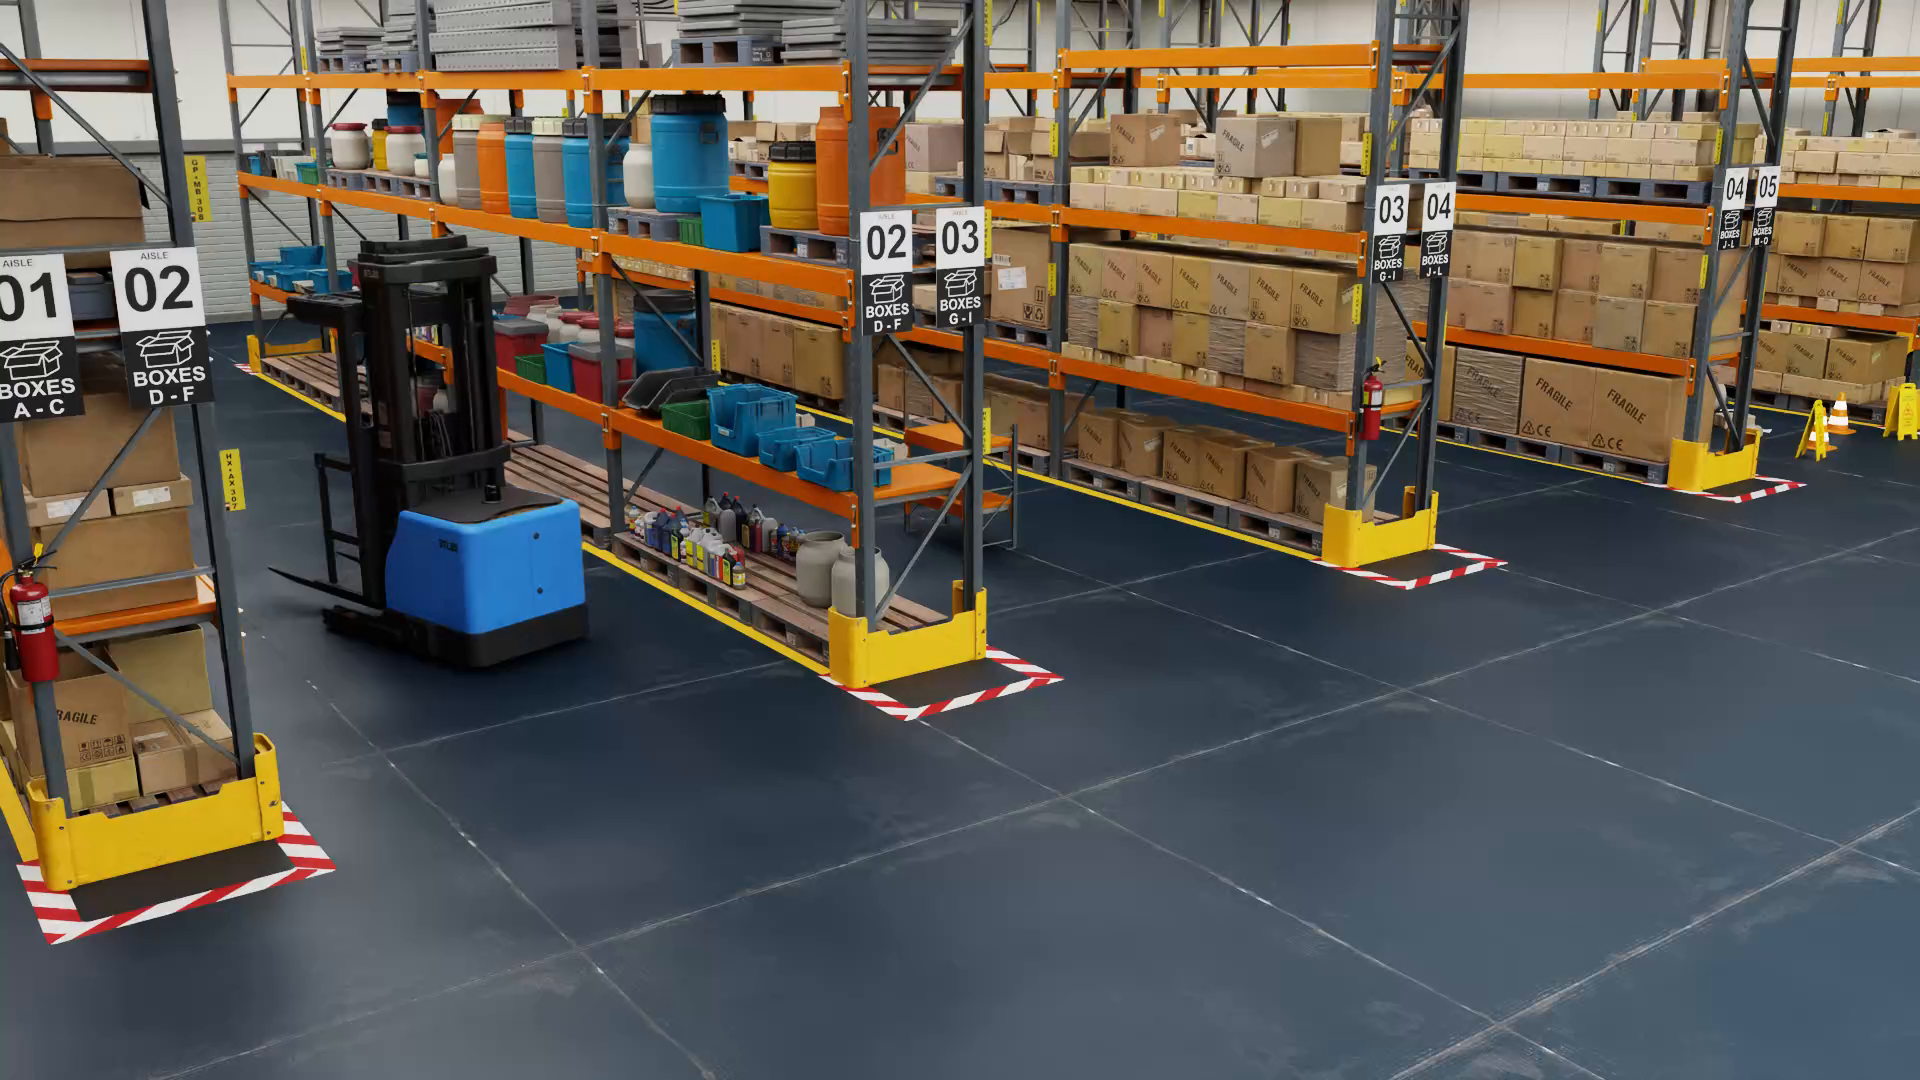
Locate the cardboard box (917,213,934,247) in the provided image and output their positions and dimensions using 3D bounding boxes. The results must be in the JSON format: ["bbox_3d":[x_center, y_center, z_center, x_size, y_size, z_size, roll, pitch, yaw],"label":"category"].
[{"bbox_3d":[-0.363,-5.091,27.241,0.500,0.500,0.500,-11,19,-35],"label":"cardboard box"}]

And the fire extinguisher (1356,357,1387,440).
[{"bbox_3d":[3.424,-1.178,13.845,0.296,0.674,0.183,-11,19,-35],"label":"fire extinguisher"}]

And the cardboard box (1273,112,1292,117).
[{"bbox_3d":[6.692,-8.551,33.729,0.500,0.250,0.500,-11,19,-35],"label":"cardboard box"}]

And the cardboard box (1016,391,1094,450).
[{"bbox_3d":[1.034,-1.306,18.069,0.700,0.500,0.500,-13,20,-39],"label":"cardboard box"}]

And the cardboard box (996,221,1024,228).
[{"bbox_3d":[0.774,-4.776,25.398,0.380,0.149,0.250,-10,18,-33],"label":"cardboard box"}]

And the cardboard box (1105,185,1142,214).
[{"bbox_3d":[1.750,-3.292,16.024,0.500,0.250,0.500,-11,19,-35],"label":"cardboard box"}]

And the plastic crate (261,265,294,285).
[{"bbox_3d":[-9.418,-3.663,22.981,0.416,0.233,0.300,-11,19,-35],"label":"plastic crate"}]

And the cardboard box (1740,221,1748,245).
[{"bbox_3d":[10.033,-4.026,21.457,0.700,0.500,0.500,-11,19,-36],"label":"cardboard box"}]

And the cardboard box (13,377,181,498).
[{"bbox_3d":[-4.581,-0.561,8.798,0.700,0.500,0.500,-11,19,-34],"label":"cardboard box"}]

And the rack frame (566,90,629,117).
[{"bbox_3d":[-5.678,-7.621,25.876,1.000,3.000,0.127,-11,19,-35],"label":"rack frame"}]

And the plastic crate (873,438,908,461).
[{"bbox_3d":[-0.543,-0.656,12.292,0.298,0.136,0.250,-11,19,-35],"label":"plastic crate"}]

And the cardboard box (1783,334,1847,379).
[{"bbox_3d":[10.754,-2.329,20.896,0.500,0.500,0.500,-10,18,-33],"label":"cardboard box"}]

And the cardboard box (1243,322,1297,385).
[{"bbox_3d":[3.037,-1.713,14.899,0.875,0.500,0.500,-11,19,-35],"label":"cardboard box"}]

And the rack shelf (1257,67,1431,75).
[{"bbox_3d":[7.527,-9.155,32.849,1.077,0.370,4.000,-11,19,-35],"label":"rack shelf"}]

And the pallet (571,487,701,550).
[{"bbox_3d":[-3.122,-0.213,15.456,1.003,0.211,1.213,-11,19,-35],"label":"pallet"}]

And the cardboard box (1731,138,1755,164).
[{"bbox_3d":[7.725,-3.971,16.957,0.500,0.250,0.500,-11,19,-35],"label":"cardboard box"}]

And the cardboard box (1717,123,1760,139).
[{"bbox_3d":[7.862,-4.141,16.823,0.380,0.149,0.250,-11,19,-34],"label":"cardboard box"}]

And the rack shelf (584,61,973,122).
[{"bbox_3d":[-1.453,-3.323,12.292,1.077,0.370,4.000,-11,19,-35],"label":"rack shelf"}]

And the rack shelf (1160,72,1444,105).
[{"bbox_3d":[4.273,-5.695,20.956,1.077,0.370,4.000,-11,19,-35],"label":"rack shelf"}]

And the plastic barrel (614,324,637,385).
[{"bbox_3d":[-3.014,-1.701,15.350,0.433,0.535,0.433,0,15,0],"label":"plastic barrel"}]

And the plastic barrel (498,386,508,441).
[{"bbox_3d":[-5.282,-1.508,18.221,0.600,0.830,0.708,-11,19,-35],"label":"plastic barrel"}]

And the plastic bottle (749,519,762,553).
[{"bbox_3d":[-1.708,-0.044,13.867,0.061,0.283,0.133,-11,19,-35],"label":"plastic bottle"}]

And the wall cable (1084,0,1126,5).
[{"bbox_3d":[4.068,-14.017,38.710,2.988,3.039,0.133,-11,19,-35],"label":"wall cable"}]

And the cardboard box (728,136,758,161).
[{"bbox_3d":[-2.754,-5.232,22.201,0.500,0.311,0.500,-12,19,-36],"label":"cardboard box"}]

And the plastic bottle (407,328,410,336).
[{"bbox_3d":[-6.096,-2.377,18.454,0.097,0.201,0.097,0,15,0],"label":"plastic bottle"}]

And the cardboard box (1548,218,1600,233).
[{"bbox_3d":[8.644,-4.267,23.435,0.500,0.500,0.500,-11,19,-34],"label":"cardboard box"}]

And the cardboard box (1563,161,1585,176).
[{"bbox_3d":[6.585,-3.926,17.546,0.380,0.149,0.250,-11,19,-34],"label":"cardboard box"}]

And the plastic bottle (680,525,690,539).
[{"bbox_3d":[-2.262,0.010,13.693,0.097,0.271,0.097,0,15,0],"label":"plastic bottle"}]

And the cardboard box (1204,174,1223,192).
[{"bbox_3d":[2.431,-3.234,15.055,0.380,0.149,0.250,-12,19,-37],"label":"cardboard box"}]

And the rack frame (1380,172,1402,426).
[{"bbox_3d":[5.449,-2.914,20.040,1.000,3.000,0.127,-11,19,-35],"label":"rack frame"}]

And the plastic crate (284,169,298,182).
[{"bbox_3d":[-8.388,-4.637,21.154,0.293,0.136,0.466,-11,19,-35],"label":"plastic crate"}]

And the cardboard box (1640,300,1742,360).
[{"bbox_3d":[7.546,-2.204,17.163,0.875,0.550,0.550,-11,19,-35],"label":"cardboard box"}]

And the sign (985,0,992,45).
[{"bbox_3d":[0.171,-3.420,10.921,0.100,0.325,0.005,-11,19,-35],"label":"sign"}]

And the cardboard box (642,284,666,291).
[{"bbox_3d":[-4.179,-3.397,25.035,0.875,0.875,0.875,-11,19,-35],"label":"cardboard box"}]

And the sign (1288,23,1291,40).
[{"bbox_3d":[6.812,-10.540,34.469,0.100,0.325,0.005,-11,19,-35],"label":"sign"}]

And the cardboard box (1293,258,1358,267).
[{"bbox_3d":[3.338,-2.253,14.978,0.500,0.500,0.500,-11,19,-35],"label":"cardboard box"}]

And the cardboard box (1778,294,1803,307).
[{"bbox_3d":[10.544,-3.037,20.967,0.380,0.149,0.250,-11,19,-35],"label":"cardboard box"}]

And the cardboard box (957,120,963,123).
[{"bbox_3d":[0.177,-6.509,26.076,0.380,0.149,0.250,-10,18,-33],"label":"cardboard box"}]

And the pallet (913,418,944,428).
[{"bbox_3d":[0.197,-1.247,19.233,1.003,0.211,1.213,-11,19,-35],"label":"pallet"}]

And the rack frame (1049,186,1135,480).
[{"bbox_3d":[1.378,-2.165,17.306,1.000,3.000,0.127,-11,19,-35],"label":"rack frame"}]

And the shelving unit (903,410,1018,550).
[{"bbox_3d":[-0.004,-0.544,14.933,0.538,1.125,1.048,-11,19,-35],"label":"shelving unit"}]

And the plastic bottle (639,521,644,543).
[{"bbox_3d":[-2.676,-0.080,14.153,0.097,0.201,0.097,0,15,0],"label":"plastic bottle"}]

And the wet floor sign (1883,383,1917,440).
[{"bbox_3d":[10.992,-1.507,19.361,0.267,0.644,0.232,-4,16,-15],"label":"wet floor sign"}]

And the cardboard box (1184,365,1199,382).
[{"bbox_3d":[2.337,-1.587,15.669,0.380,0.149,0.250,-11,19,-35],"label":"cardboard box"}]

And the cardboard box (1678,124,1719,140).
[{"bbox_3d":[7.329,-4.040,16.453,0.380,0.149,0.250,-11,19,-34],"label":"cardboard box"}]

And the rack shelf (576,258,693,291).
[{"bbox_3d":[-4.502,-3.954,25.203,1.077,0.370,4.000,-11,19,-35],"label":"rack shelf"}]

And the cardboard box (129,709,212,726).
[{"bbox_3d":[-4.718,1.094,9.810,0.500,0.250,0.500,-11,19,-35],"label":"cardboard box"}]

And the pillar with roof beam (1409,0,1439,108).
[{"bbox_3d":[5.540,-8.697,29.806,9.100,9.000,0.400,-11,19,-35],"label":"pillar with roof beam"}]

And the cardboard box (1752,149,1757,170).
[{"bbox_3d":[10.026,-4.867,21.217,0.500,0.250,0.500,-11,19,-34],"label":"cardboard box"}]

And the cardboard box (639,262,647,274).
[{"bbox_3d":[-4.526,-4.041,24.635,0.380,0.149,0.250,-11,19,-35],"label":"cardboard box"}]

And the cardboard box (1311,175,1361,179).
[{"bbox_3d":[3.330,-3.147,14.740,0.380,0.149,0.250,-10,18,-32],"label":"cardboard box"}]

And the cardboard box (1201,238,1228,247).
[{"bbox_3d":[3.652,-4.093,22.266,0.700,0.500,0.500,-11,19,-35],"label":"cardboard box"}]

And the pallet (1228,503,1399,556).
[{"bbox_3d":[3.236,-0.162,15.266,1.003,0.211,1.213,-11,19,-35],"label":"pallet"}]

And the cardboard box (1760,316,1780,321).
[{"bbox_3d":[13.091,-3.642,26.403,0.875,0.625,0.625,-10,18,-32],"label":"cardboard box"}]

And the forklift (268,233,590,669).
[{"bbox_3d":[-4.209,-0.804,12.463,3.031,2.935,1.130,12,19,37],"label":"forklift"}]

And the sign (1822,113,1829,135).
[{"bbox_3d":[12.973,-6.237,24.923,0.100,0.325,0.005,-11,19,-35],"label":"sign"}]

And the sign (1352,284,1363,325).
[{"bbox_3d":[3.269,-1.940,13.692,0.100,0.325,0.005,-11,19,-35],"label":"sign"}]
